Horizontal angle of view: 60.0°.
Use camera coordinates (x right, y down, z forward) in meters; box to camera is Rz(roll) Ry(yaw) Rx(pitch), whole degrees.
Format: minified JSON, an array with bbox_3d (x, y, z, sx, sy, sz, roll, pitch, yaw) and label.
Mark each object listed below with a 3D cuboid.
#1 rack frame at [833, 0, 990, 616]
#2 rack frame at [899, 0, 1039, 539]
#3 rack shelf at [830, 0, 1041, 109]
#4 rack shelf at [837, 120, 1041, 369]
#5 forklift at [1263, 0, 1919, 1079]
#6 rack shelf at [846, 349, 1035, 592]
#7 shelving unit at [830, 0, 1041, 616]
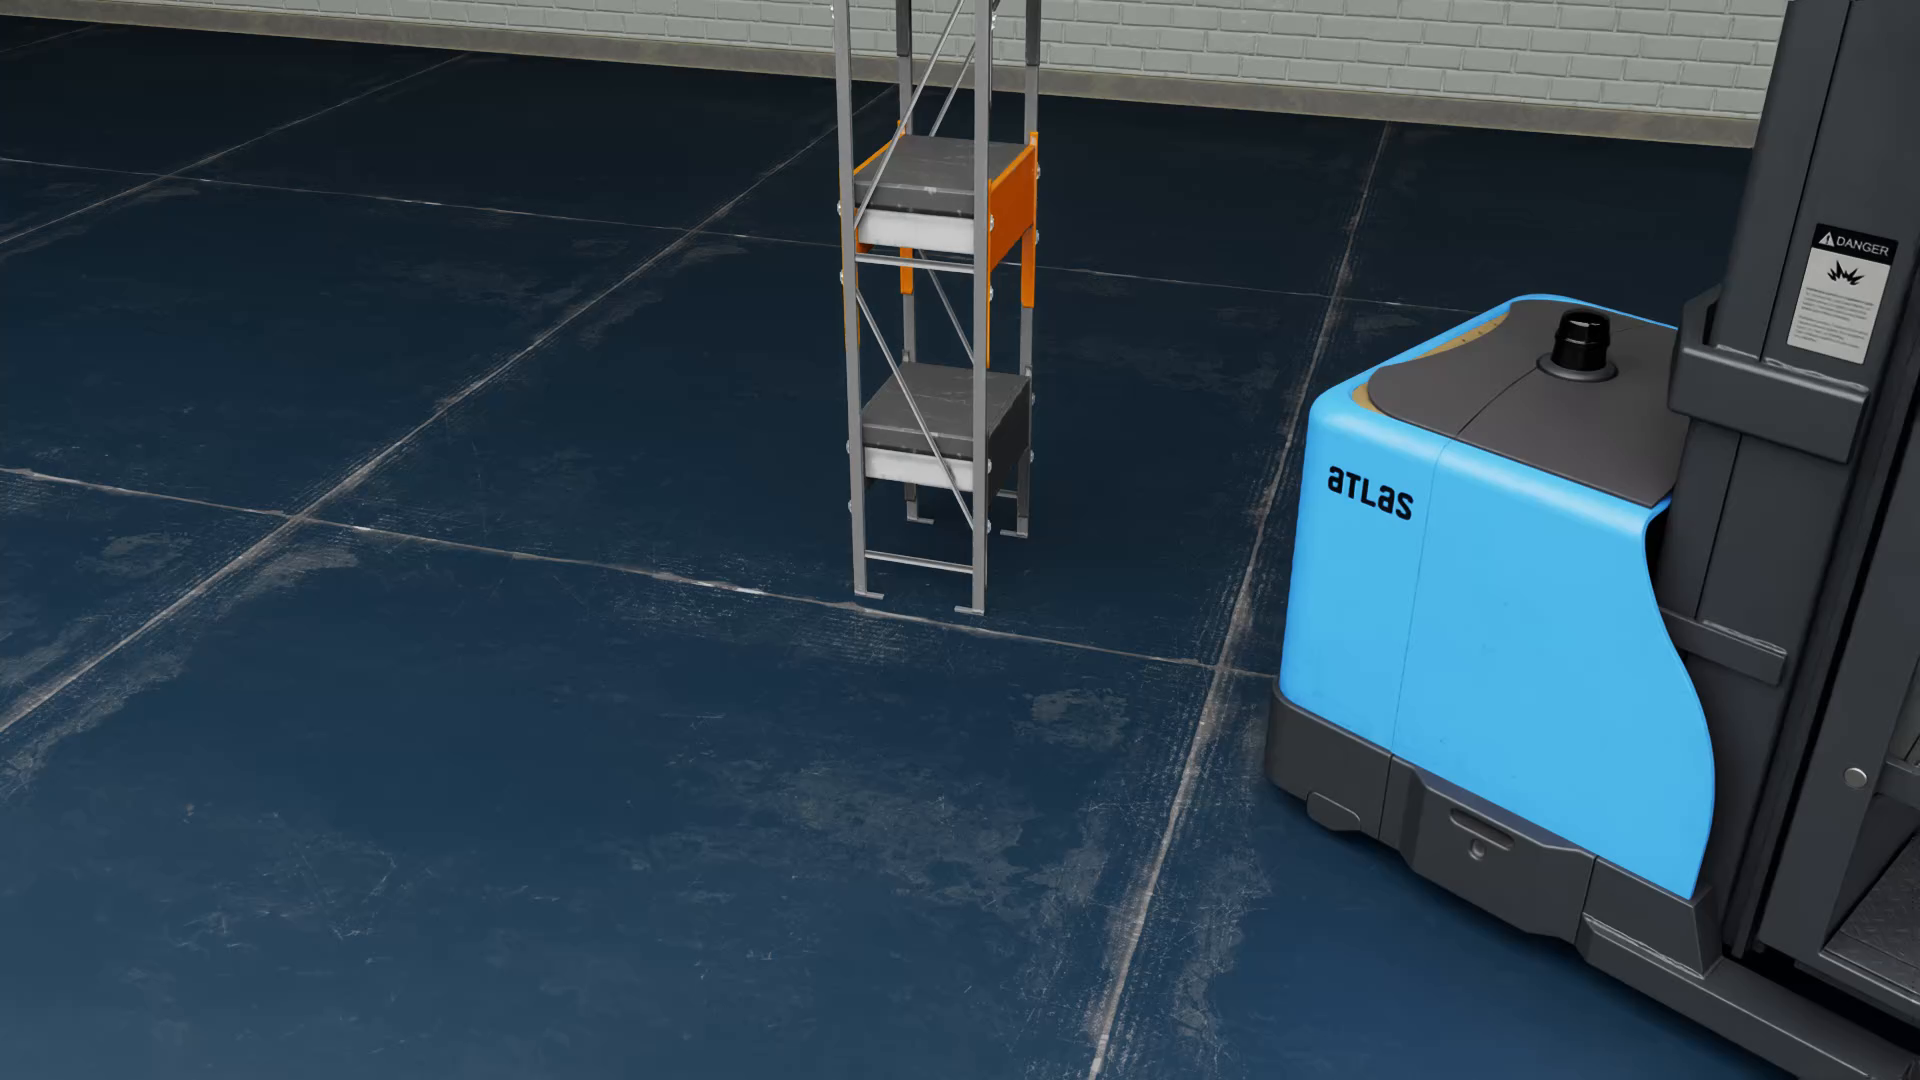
[{"bbox_3d":[-0.120,-0.727,4.397,0.400,2.100,0.015,8,30,15],"label":"rack frame"},{"bbox_3d":[0.023,-0.954,4.805,0.400,2.100,0.015,8,30,15],"label":"rack frame"},{"bbox_3d":[-0.049,-1.440,4.268,0.431,0.518,0.480,8,30,15],"label":"rack shelf"},{"bbox_3d":[-0.049,-0.829,4.608,0.431,0.518,0.480,8,30,15],"label":"rack shelf"},{"bbox_3d":[2.136,-0.306,2.784,1.130,2.935,3.031,-25,38,-38],"label":"forklift"},{"bbox_3d":[-0.049,-0.217,4.948,0.431,0.518,0.480,8,30,15],"label":"rack shelf"},{"bbox_3d":[-0.049,-0.841,4.601,0.431,2.100,0.503,8,30,15],"label":"shelving unit"}]
